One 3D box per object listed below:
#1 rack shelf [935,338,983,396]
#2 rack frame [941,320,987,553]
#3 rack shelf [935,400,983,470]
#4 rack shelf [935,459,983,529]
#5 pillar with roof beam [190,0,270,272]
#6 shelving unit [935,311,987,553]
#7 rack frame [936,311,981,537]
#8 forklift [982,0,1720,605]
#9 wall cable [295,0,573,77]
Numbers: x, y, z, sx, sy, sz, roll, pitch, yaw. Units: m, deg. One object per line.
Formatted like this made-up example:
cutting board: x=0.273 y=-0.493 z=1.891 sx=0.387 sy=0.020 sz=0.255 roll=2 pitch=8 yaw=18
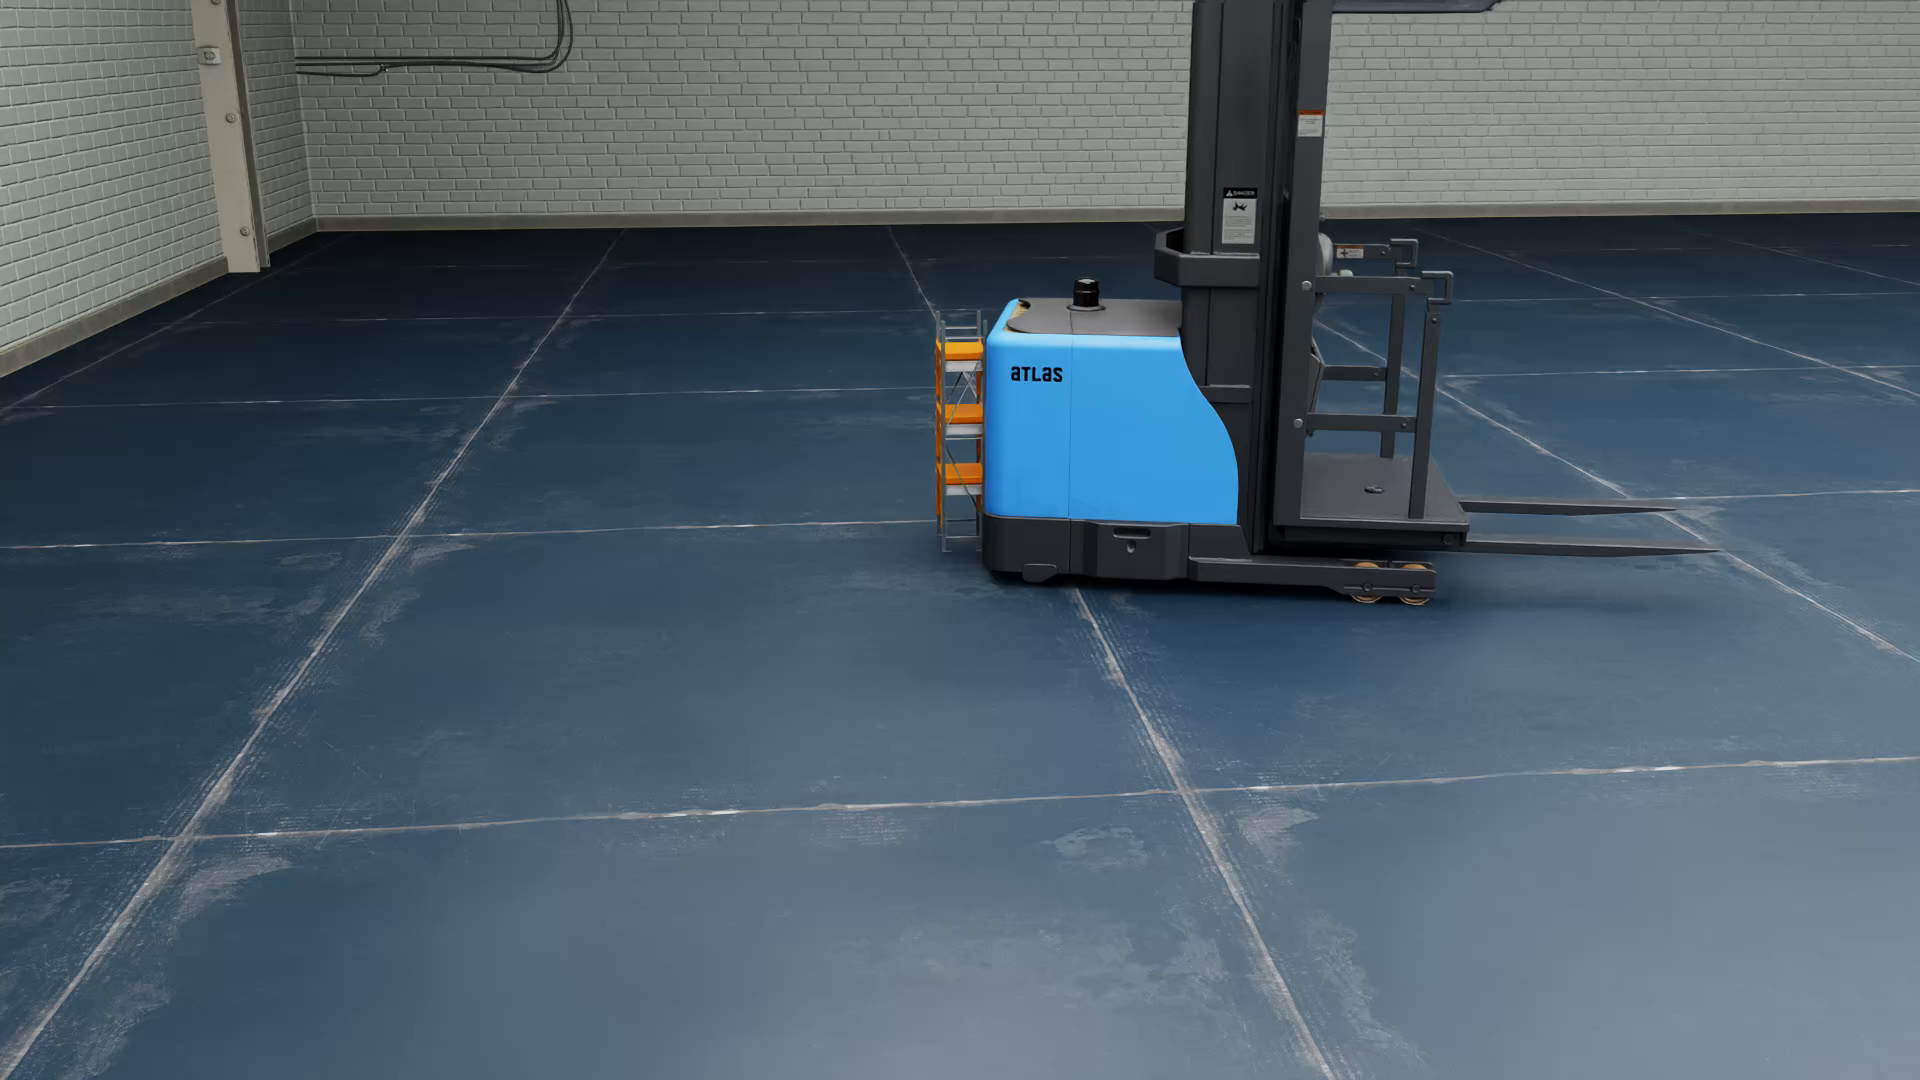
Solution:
rack shelf: x=0.006 y=-0.746 z=7.387 sx=0.215 sy=0.259 sz=0.240 roll=-2 pitch=18 yaw=-6
rack frame: x=0.018 y=-0.449 z=7.353 sx=0.200 sy=1.050 sz=0.008 roll=-2 pitch=18 yaw=-6
rack shelf: x=0.006 y=-0.475 z=7.472 sx=0.215 sy=0.259 sz=0.240 roll=-2 pitch=18 yaw=-6
rack shelf: x=0.006 y=-0.210 z=7.555 sx=0.215 sy=0.259 sz=0.240 roll=-2 pitch=18 yaw=-6
pillar with roof beam: x=-2.546 y=-7.023 z=15.024 sx=9.100 sy=9.000 sz=0.400 roll=-2 pitch=18 yaw=-6
shelving unit: x=0.006 y=-0.485 z=7.469 sx=0.215 sy=1.050 sz=0.252 roll=-2 pitch=18 yaw=-6
rack frame: x=-0.007 y=-0.521 z=7.585 sx=0.200 sy=1.050 sz=0.008 roll=-2 pitch=18 yaw=-6
forklift: x=1.650 y=-1.300 z=6.925 sx=3.031 sy=2.935 sz=1.130 roll=2 pitch=18 yaw=7
wall cable: x=-5.817 y=-6.327 z=17.991 sx=3.097 sy=2.526 sz=0.112 roll=-2 pitch=18 yaw=-6
